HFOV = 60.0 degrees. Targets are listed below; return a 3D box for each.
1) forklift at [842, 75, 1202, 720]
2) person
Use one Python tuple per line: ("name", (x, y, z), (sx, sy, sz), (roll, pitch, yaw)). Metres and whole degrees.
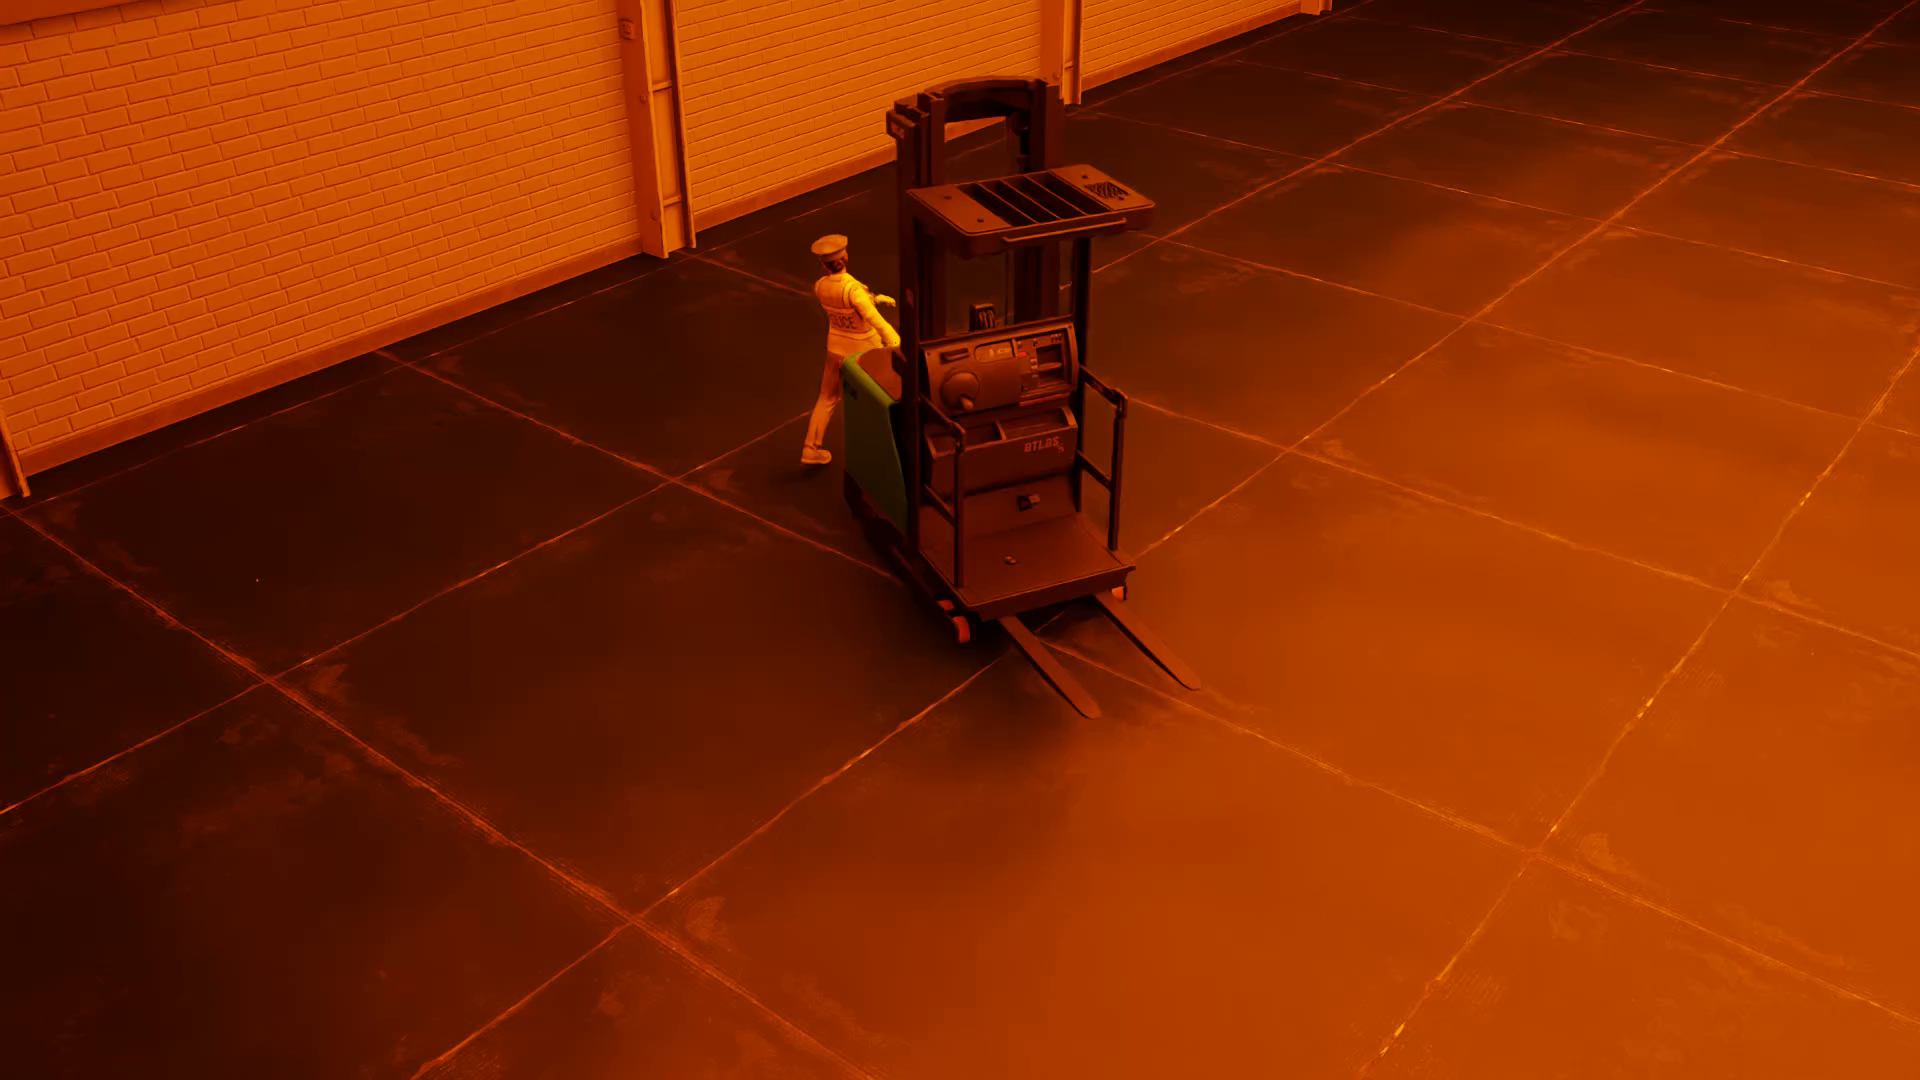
("forklift", (0.329, -0.920, 9.169), (1.130, 2.935, 3.031), (-13, 33, -21))
("person", (-0.602, -1.251, 11.019), (0.692, 1.570, 0.859), (15, 34, 24))
